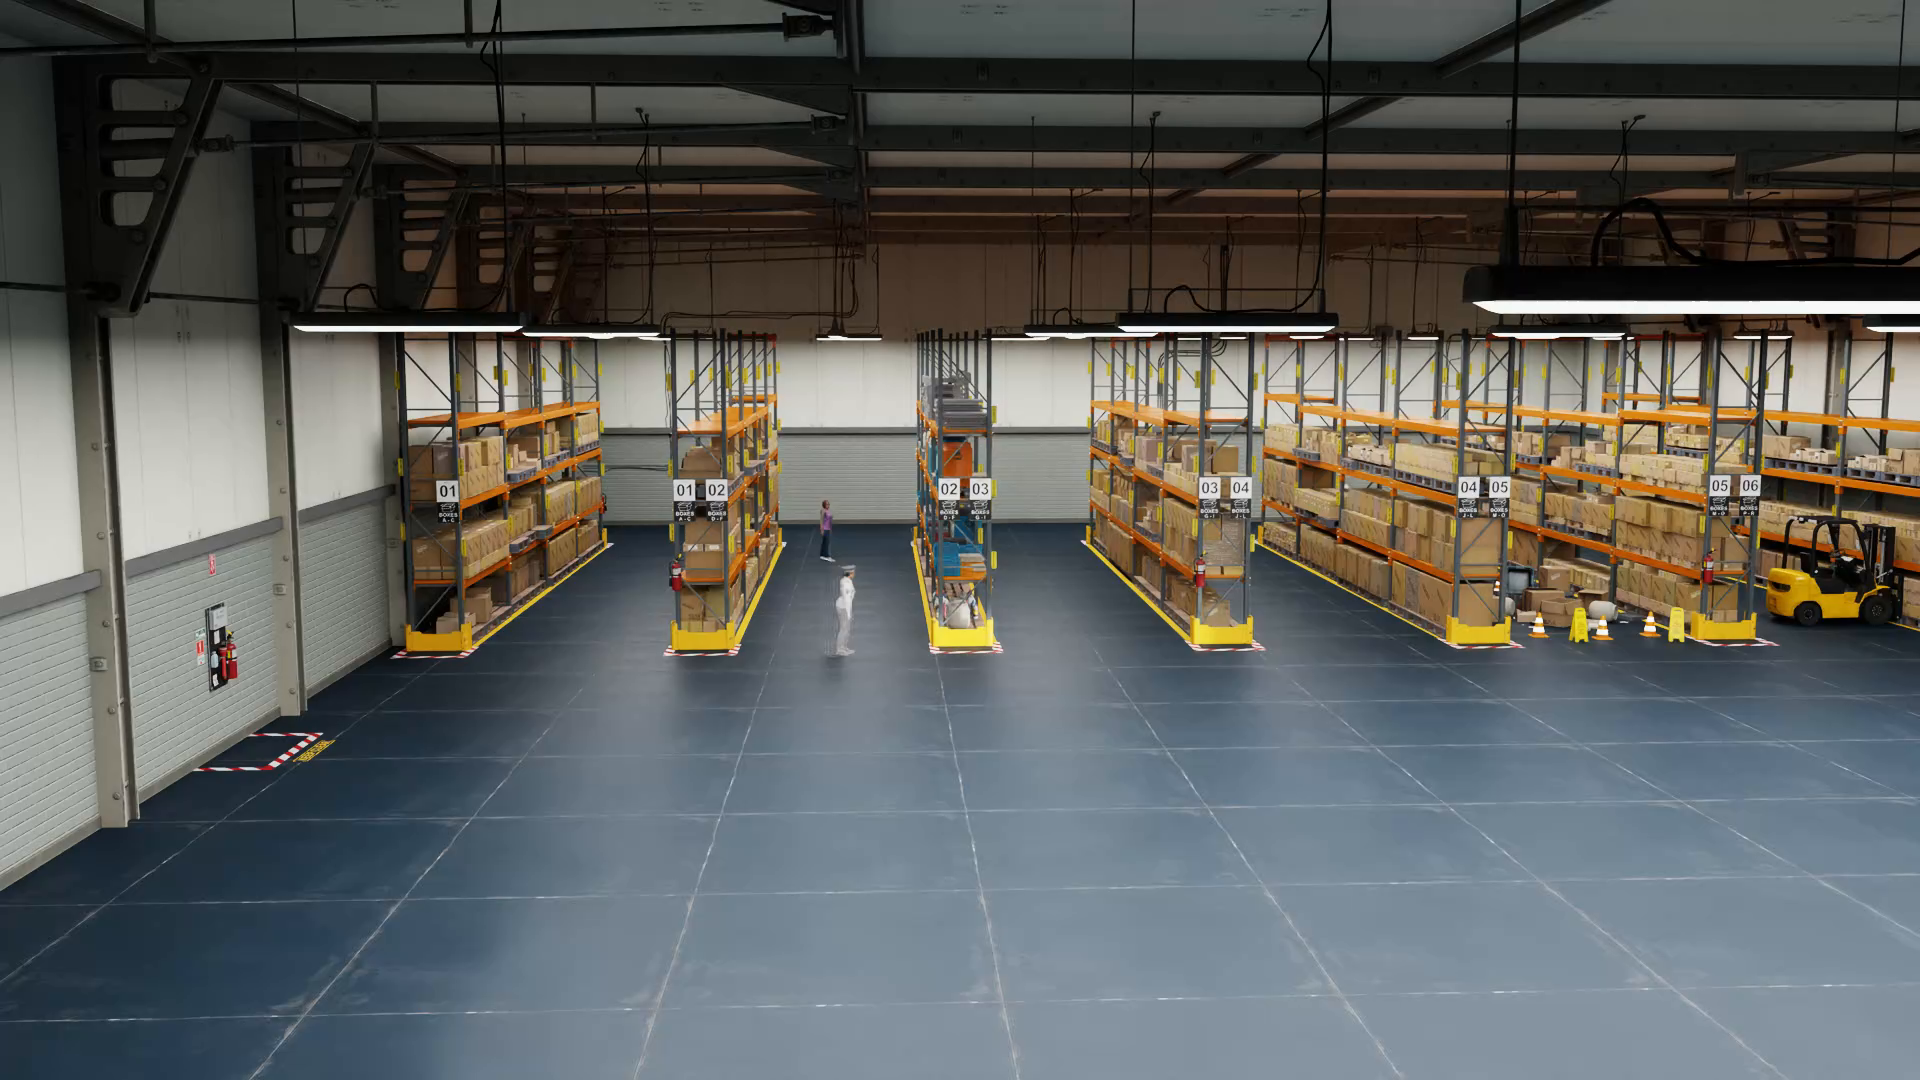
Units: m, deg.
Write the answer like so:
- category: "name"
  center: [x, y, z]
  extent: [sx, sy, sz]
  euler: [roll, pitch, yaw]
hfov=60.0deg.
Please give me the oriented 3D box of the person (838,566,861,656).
- category: "person"
  center: [-2.036, 1.308, 30.673]
  extent: [0.431, 1.656, 0.542]
  euler: [-1, 7, -7]

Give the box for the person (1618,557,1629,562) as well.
- category: "person"
  center: [17.446, -0.282, 43.756]
  extent: [0.411, 1.800, 0.642]
  euler: [3, 7, 25]

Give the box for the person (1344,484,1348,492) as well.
- category: "person"
  center: [10.868, -0.707, 47.157]
  extent: [0.580, 1.782, 0.629]
  euler: [1, 7, 6]

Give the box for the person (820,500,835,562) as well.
- category: "person"
  center: [-3.499, -0.249, 44.069]
  extent: [0.513, 1.615, 0.467]
  euler: [3, 7, 20]
